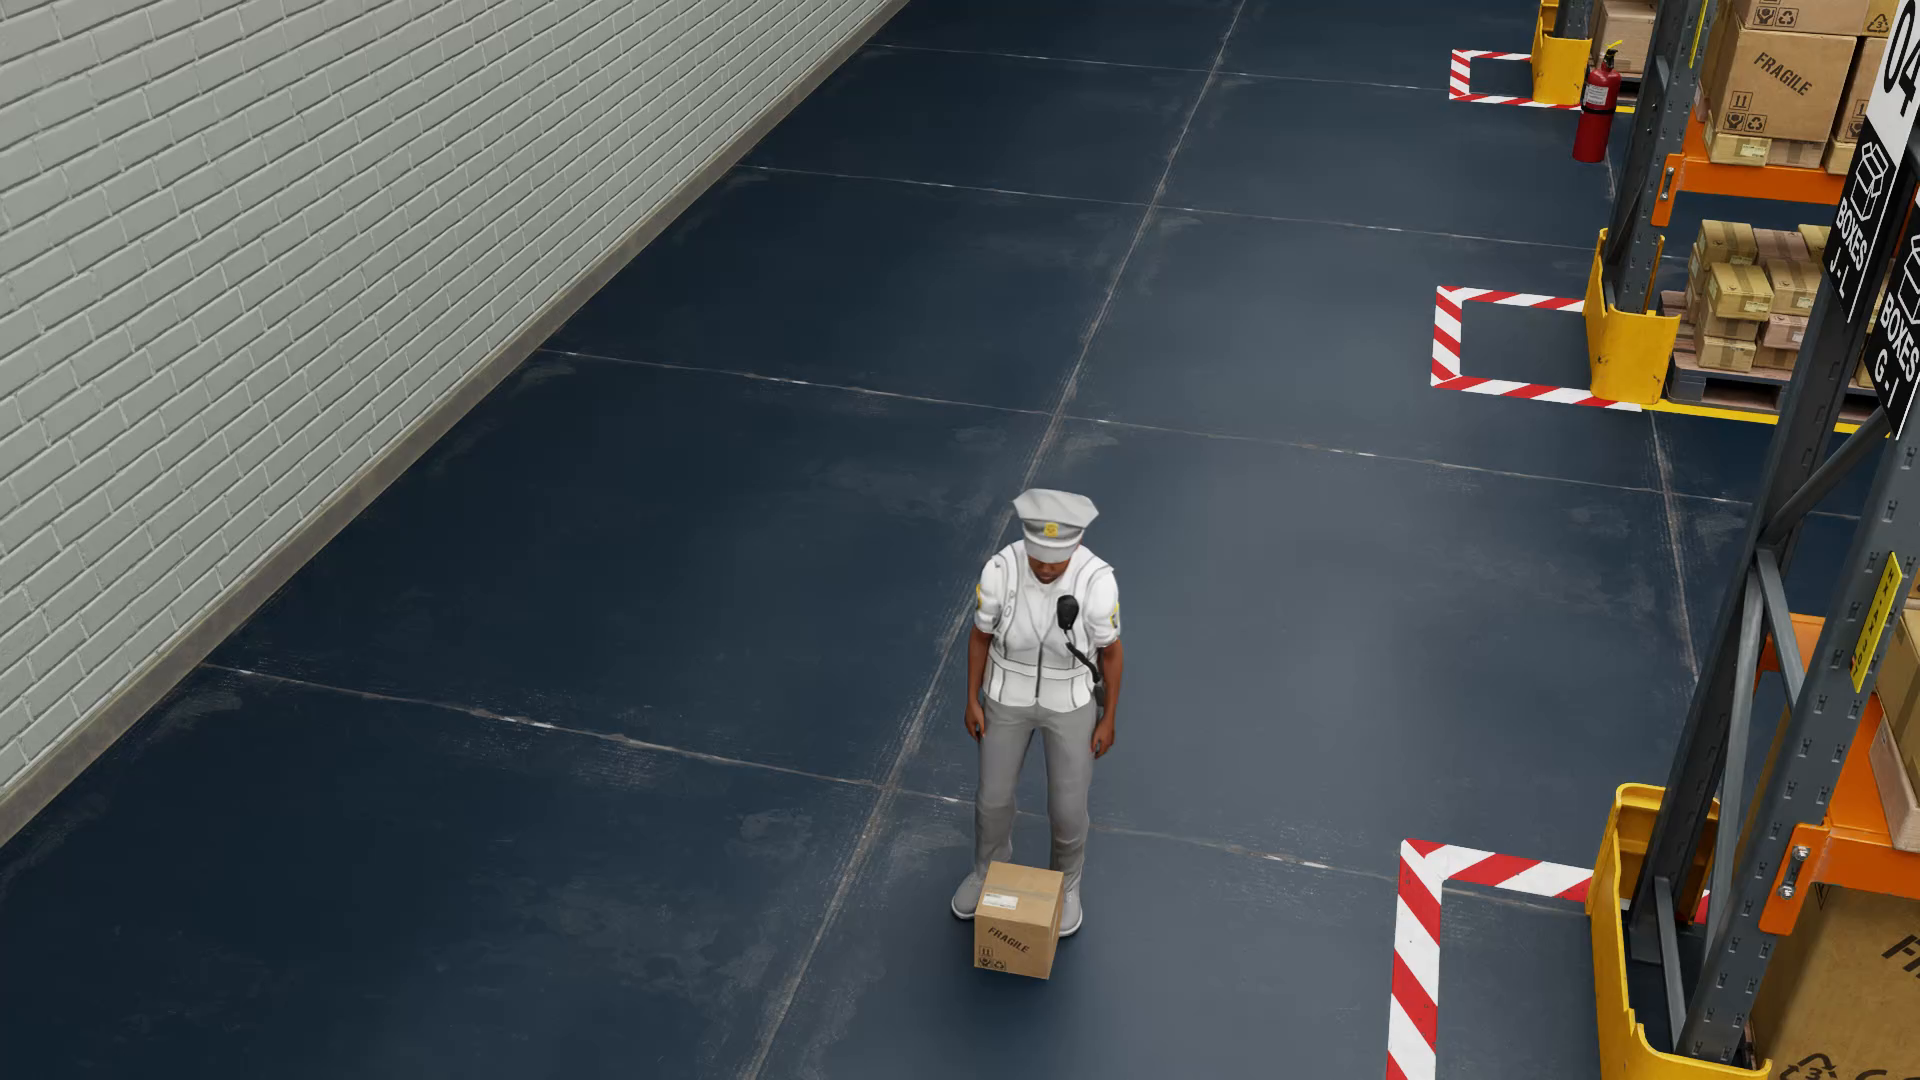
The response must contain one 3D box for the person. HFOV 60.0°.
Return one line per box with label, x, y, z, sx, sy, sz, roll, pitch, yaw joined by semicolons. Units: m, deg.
person;0.247;0.540;5.312;0.521;1.656;0.395;6;34;10
